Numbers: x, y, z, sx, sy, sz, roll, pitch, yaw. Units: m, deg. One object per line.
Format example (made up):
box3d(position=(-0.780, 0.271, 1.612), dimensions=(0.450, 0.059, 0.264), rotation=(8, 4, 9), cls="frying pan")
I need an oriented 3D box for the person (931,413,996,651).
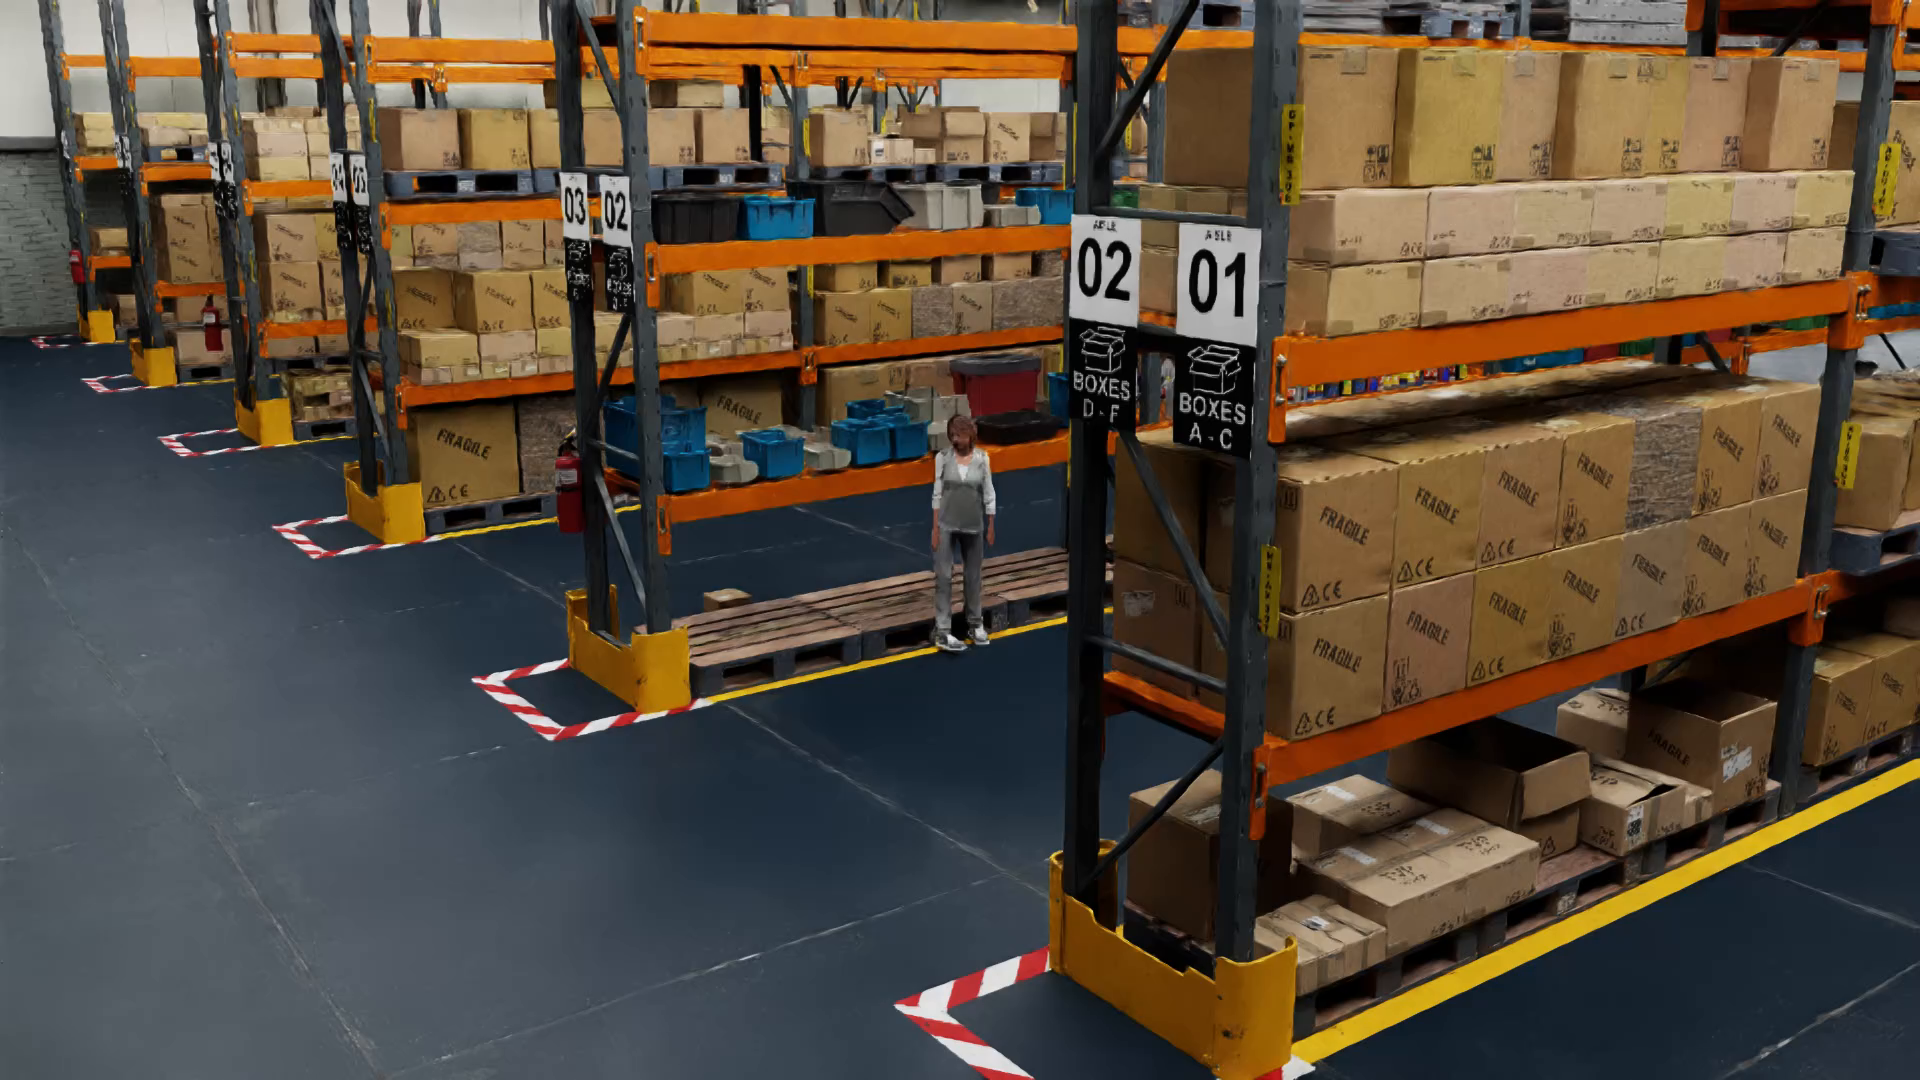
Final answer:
box3d(position=(0.027, -0.055, 11.155), dimensions=(0.450, 1.600, 0.455), rotation=(-2, 15, -8), cls="person")
